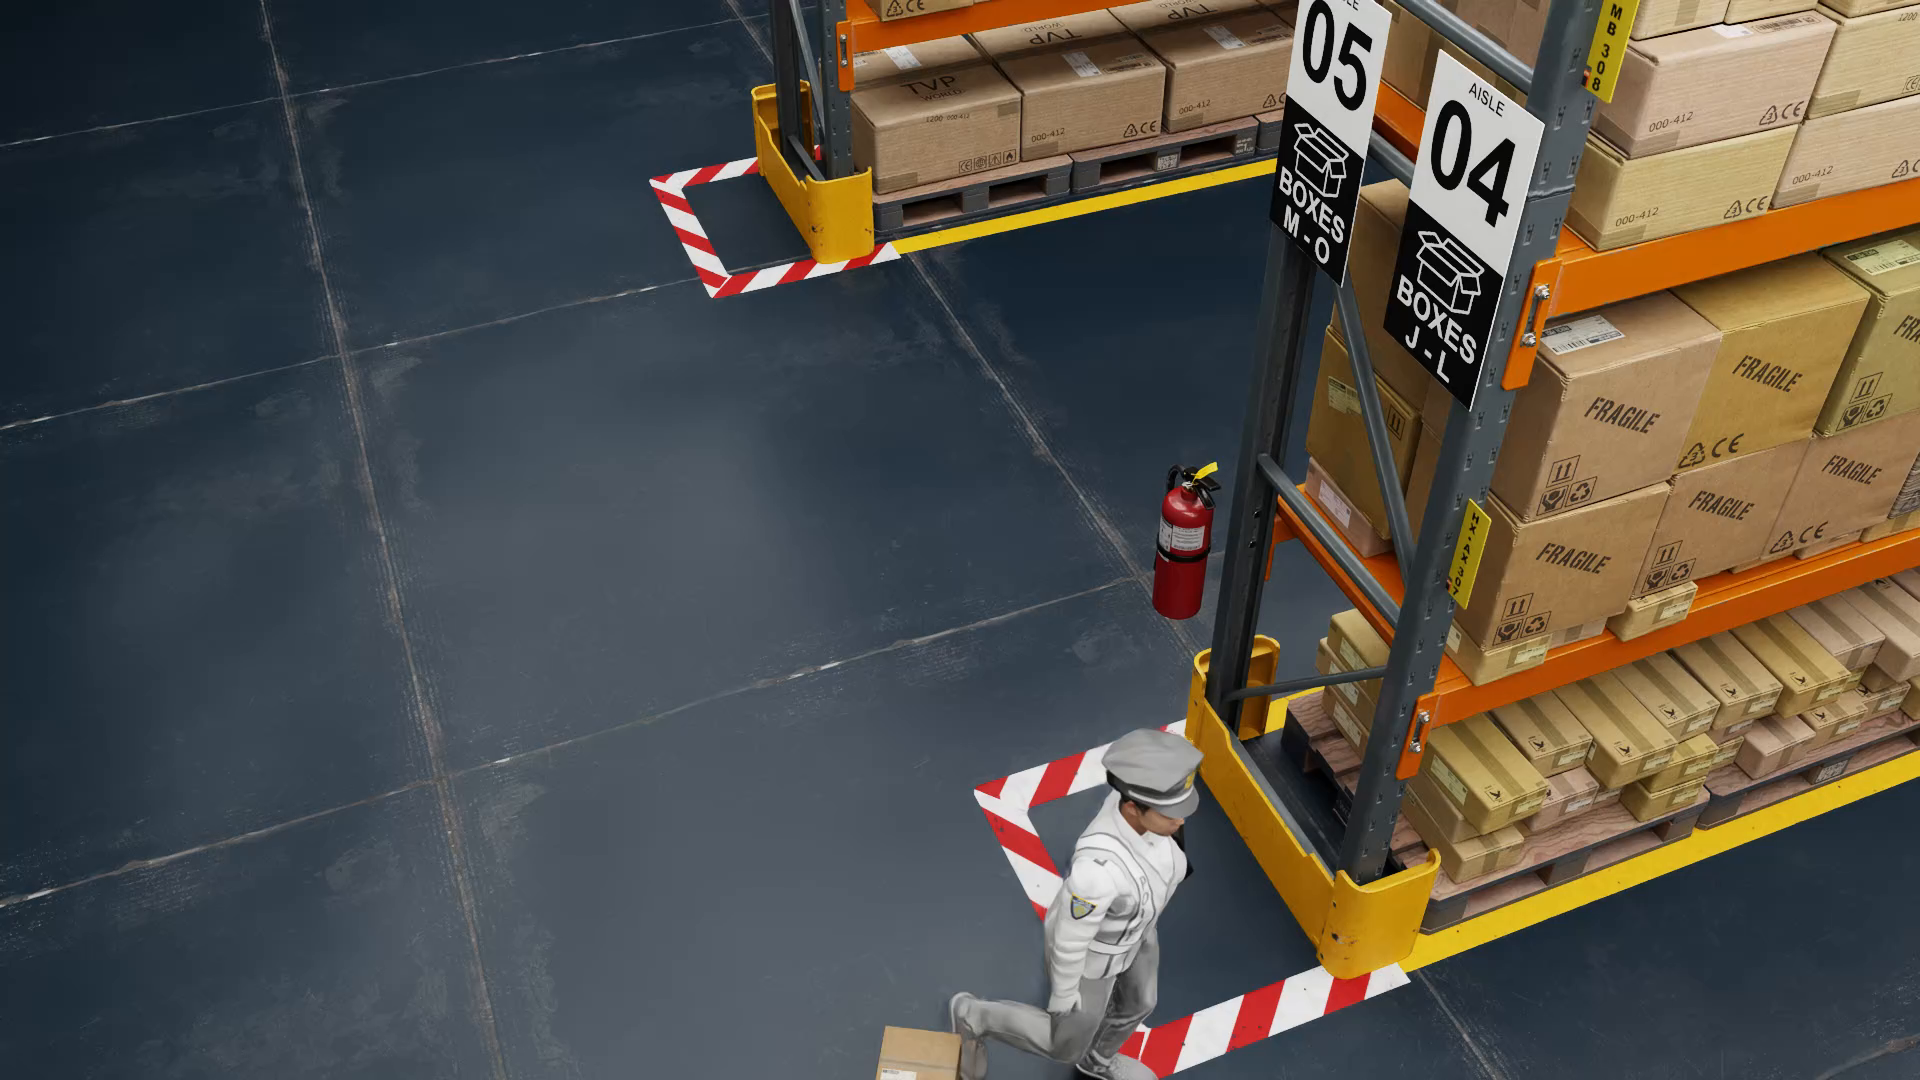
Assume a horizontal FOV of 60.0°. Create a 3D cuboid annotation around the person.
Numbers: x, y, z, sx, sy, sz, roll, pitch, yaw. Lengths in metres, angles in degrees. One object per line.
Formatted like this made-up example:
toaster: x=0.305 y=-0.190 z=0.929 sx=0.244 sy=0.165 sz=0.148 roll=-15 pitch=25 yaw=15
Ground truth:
person: x=0.313 y=1.118 z=4.904 sx=0.671 sy=1.647 sz=0.518 roll=22 pitch=47 yaw=23
